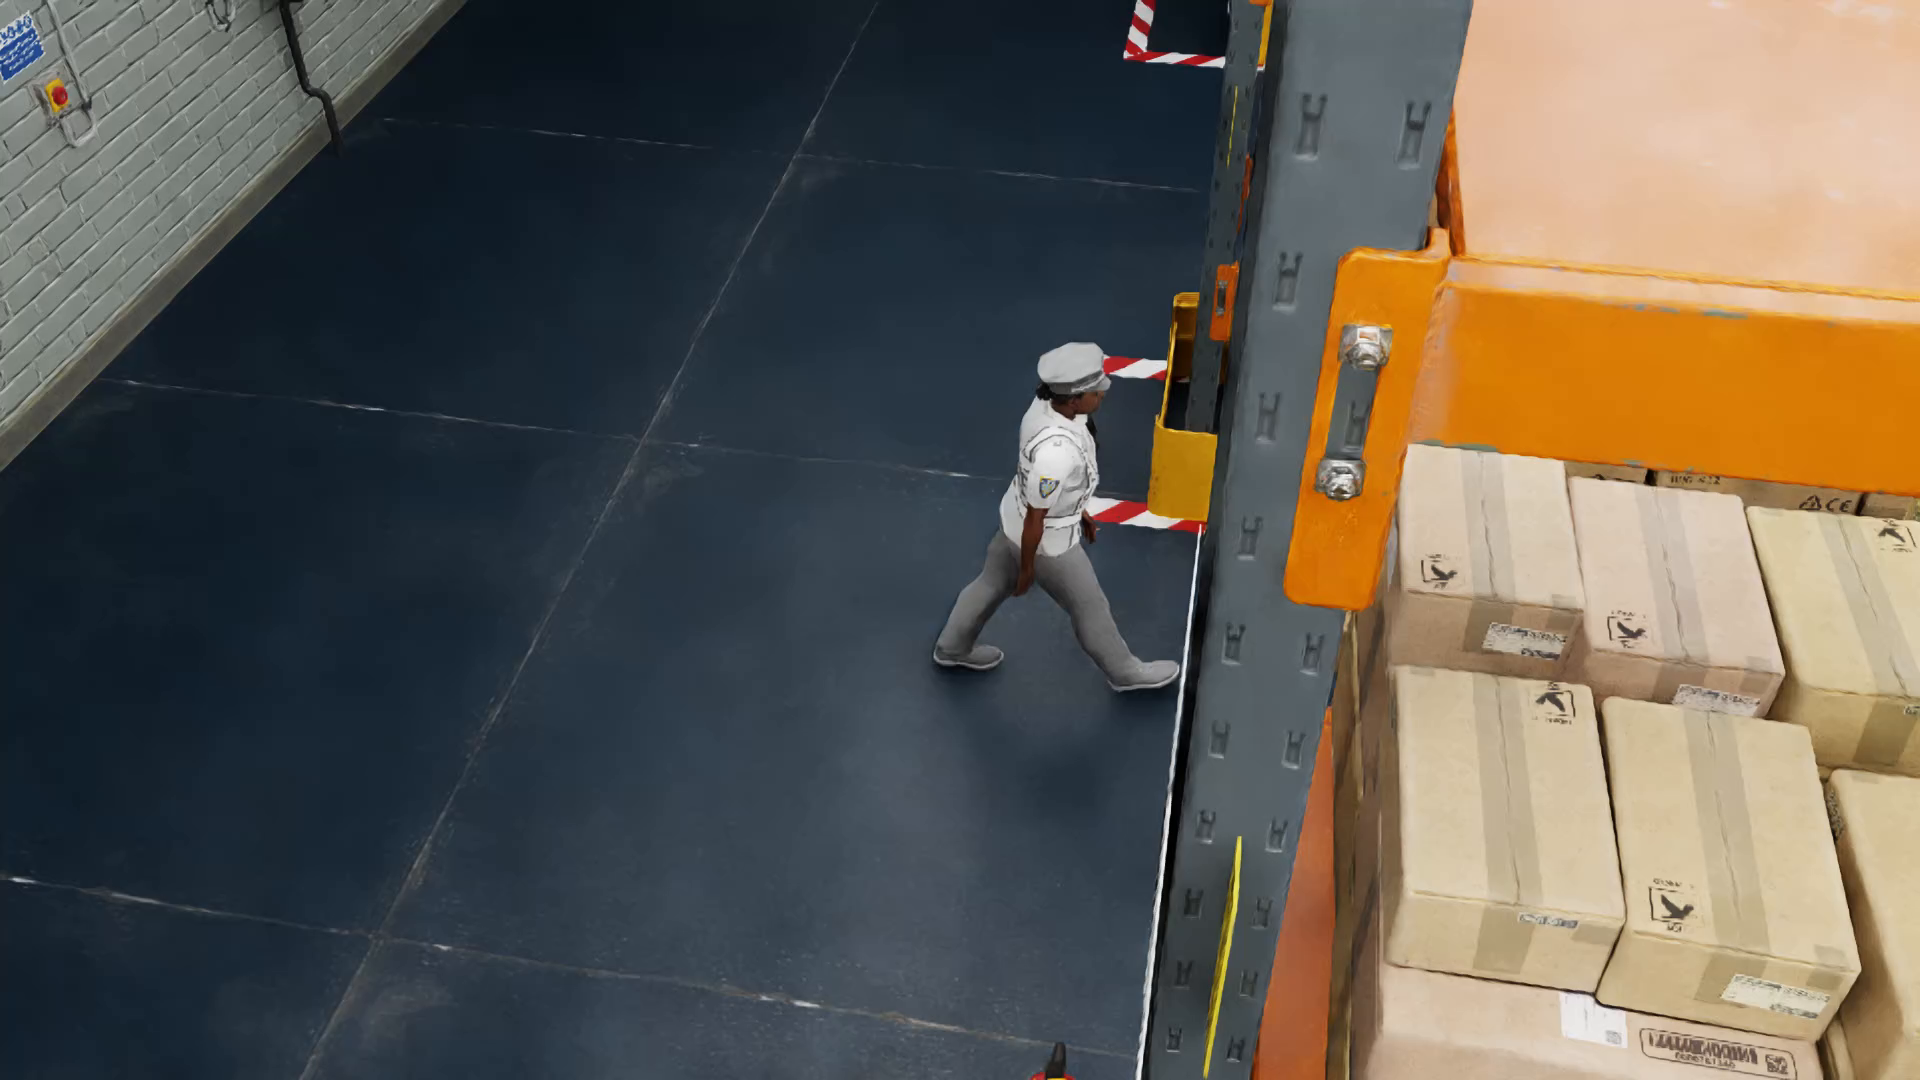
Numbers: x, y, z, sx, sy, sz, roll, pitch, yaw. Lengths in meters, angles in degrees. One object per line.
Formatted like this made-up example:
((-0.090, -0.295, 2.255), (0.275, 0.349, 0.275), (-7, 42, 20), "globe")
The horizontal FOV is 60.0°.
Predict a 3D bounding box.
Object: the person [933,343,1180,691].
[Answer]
((0.400, -0.054, 6.436), (0.999, 1.602, 0.456), (-3, 41, -3), "person")
